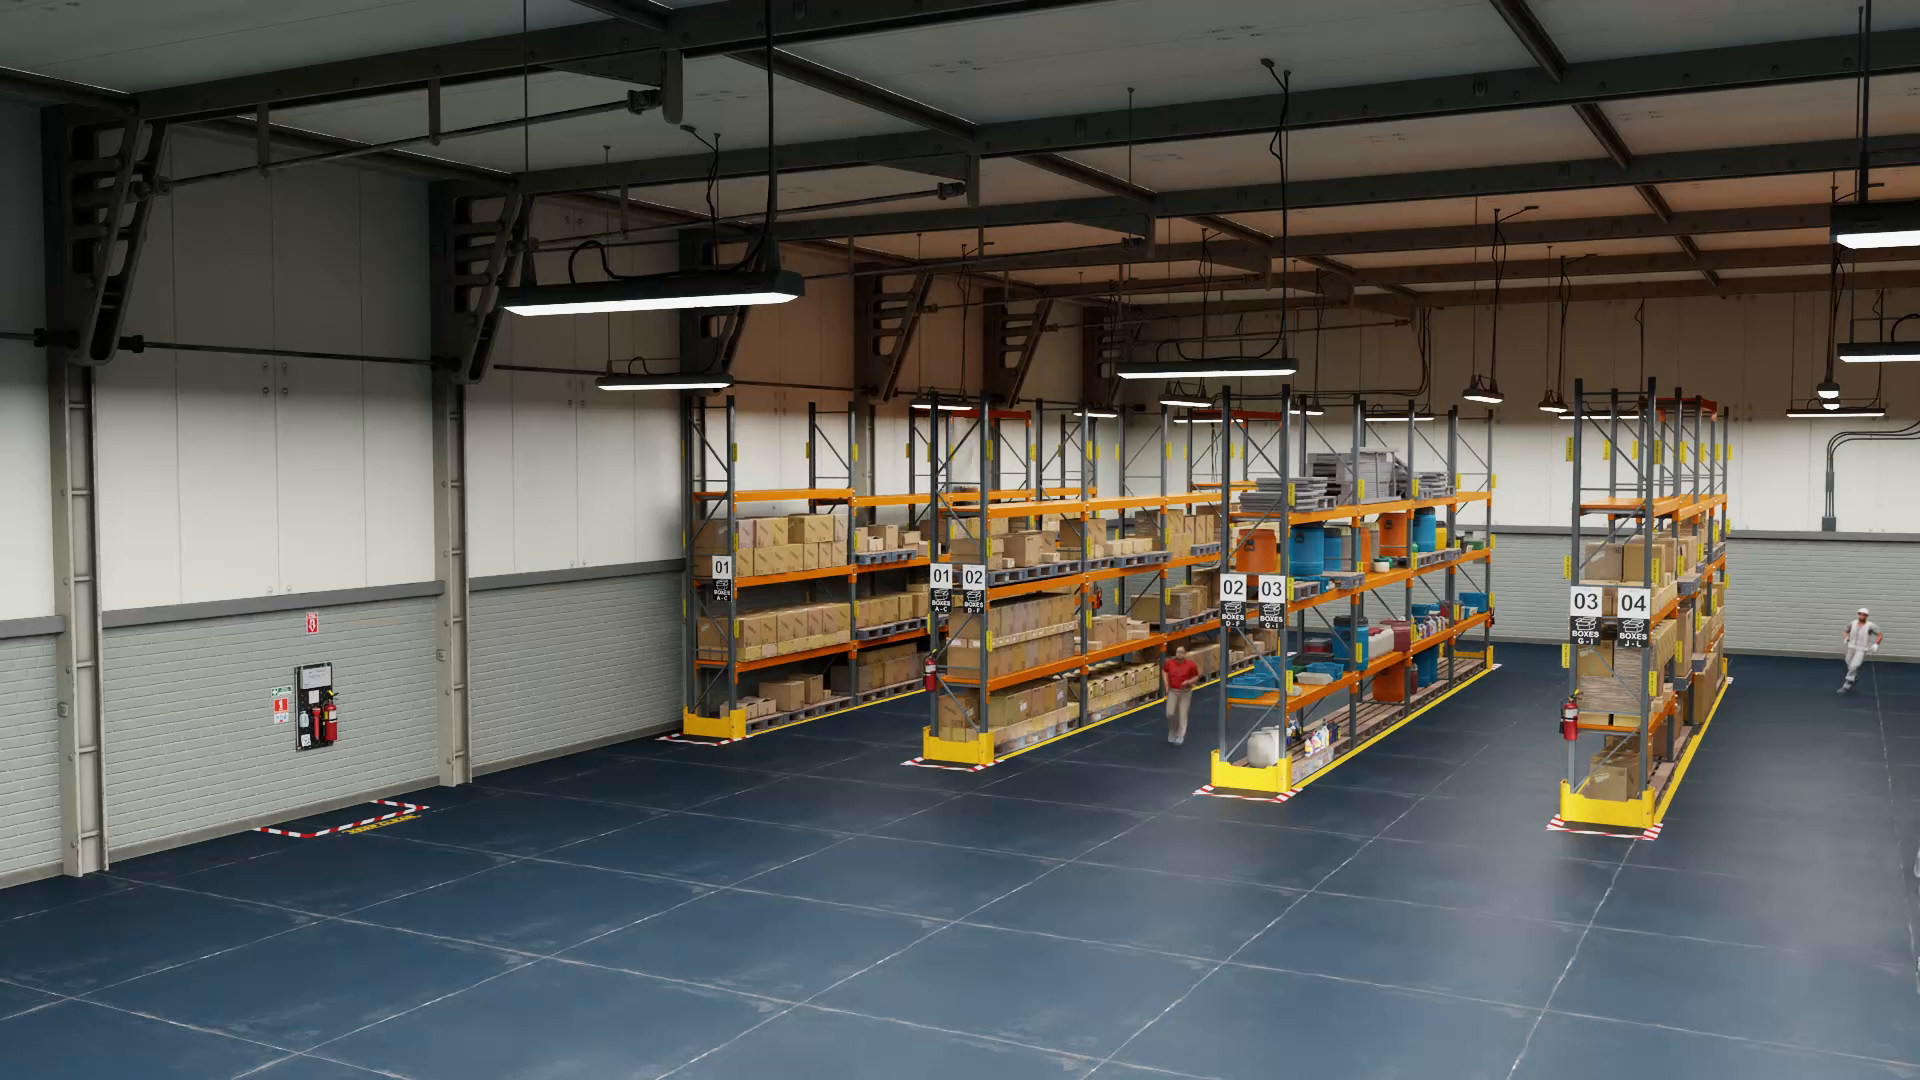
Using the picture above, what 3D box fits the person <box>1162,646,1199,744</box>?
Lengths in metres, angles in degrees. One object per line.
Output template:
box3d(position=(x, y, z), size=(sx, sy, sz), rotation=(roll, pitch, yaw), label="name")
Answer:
box3d(position=(3.751, 2.654, 28.398), size=(0.655, 1.691, 0.688), rotation=(1, 3, 14), label="person")

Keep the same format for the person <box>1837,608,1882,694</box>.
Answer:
box3d(position=(18.612, 2.288, 34.467), size=(0.974, 1.767, 0.721), rotation=(-2, 4, -36), label="person")
